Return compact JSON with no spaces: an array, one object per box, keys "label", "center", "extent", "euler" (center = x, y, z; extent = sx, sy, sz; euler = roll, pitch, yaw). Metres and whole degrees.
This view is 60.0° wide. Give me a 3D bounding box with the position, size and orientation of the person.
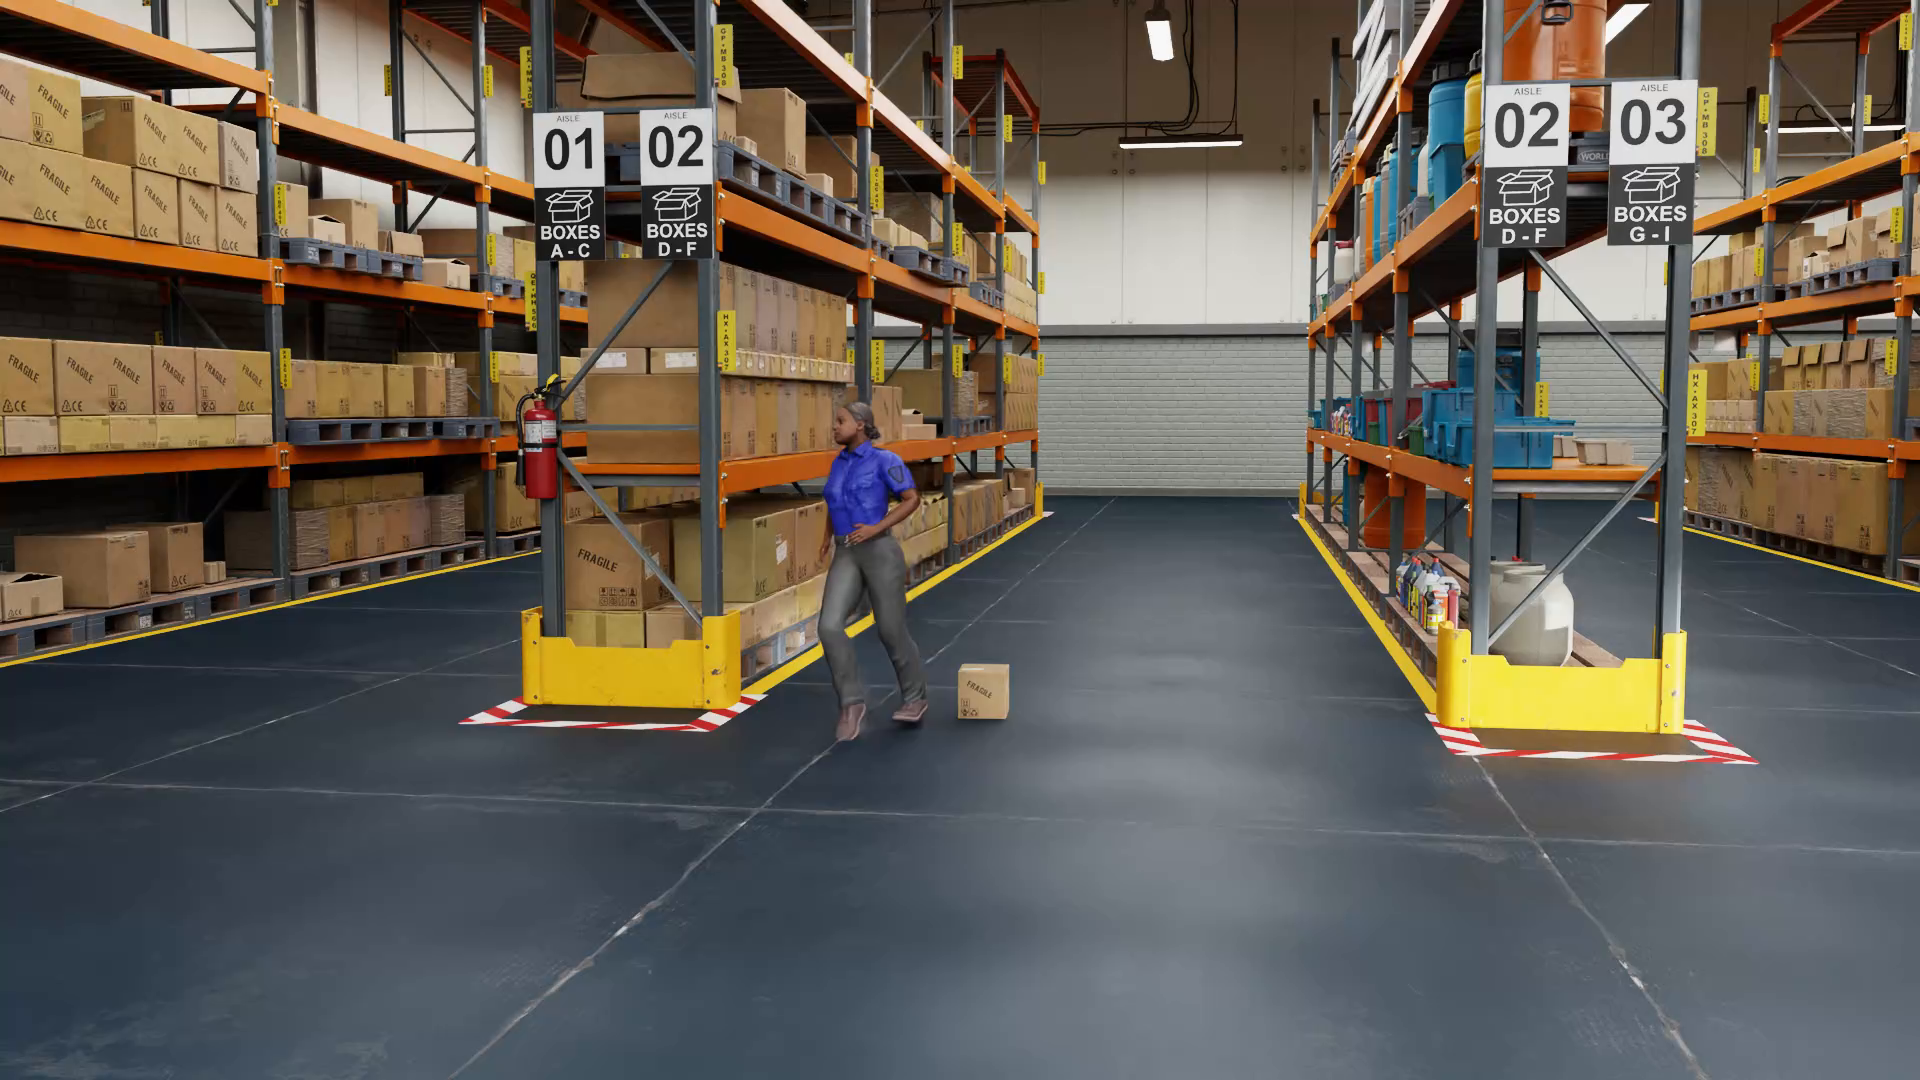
[{"label":"person","center":[-0.494,0.146,8.350],"extent":[0.651,1.676,0.635],"euler":[3,5,33]}]
